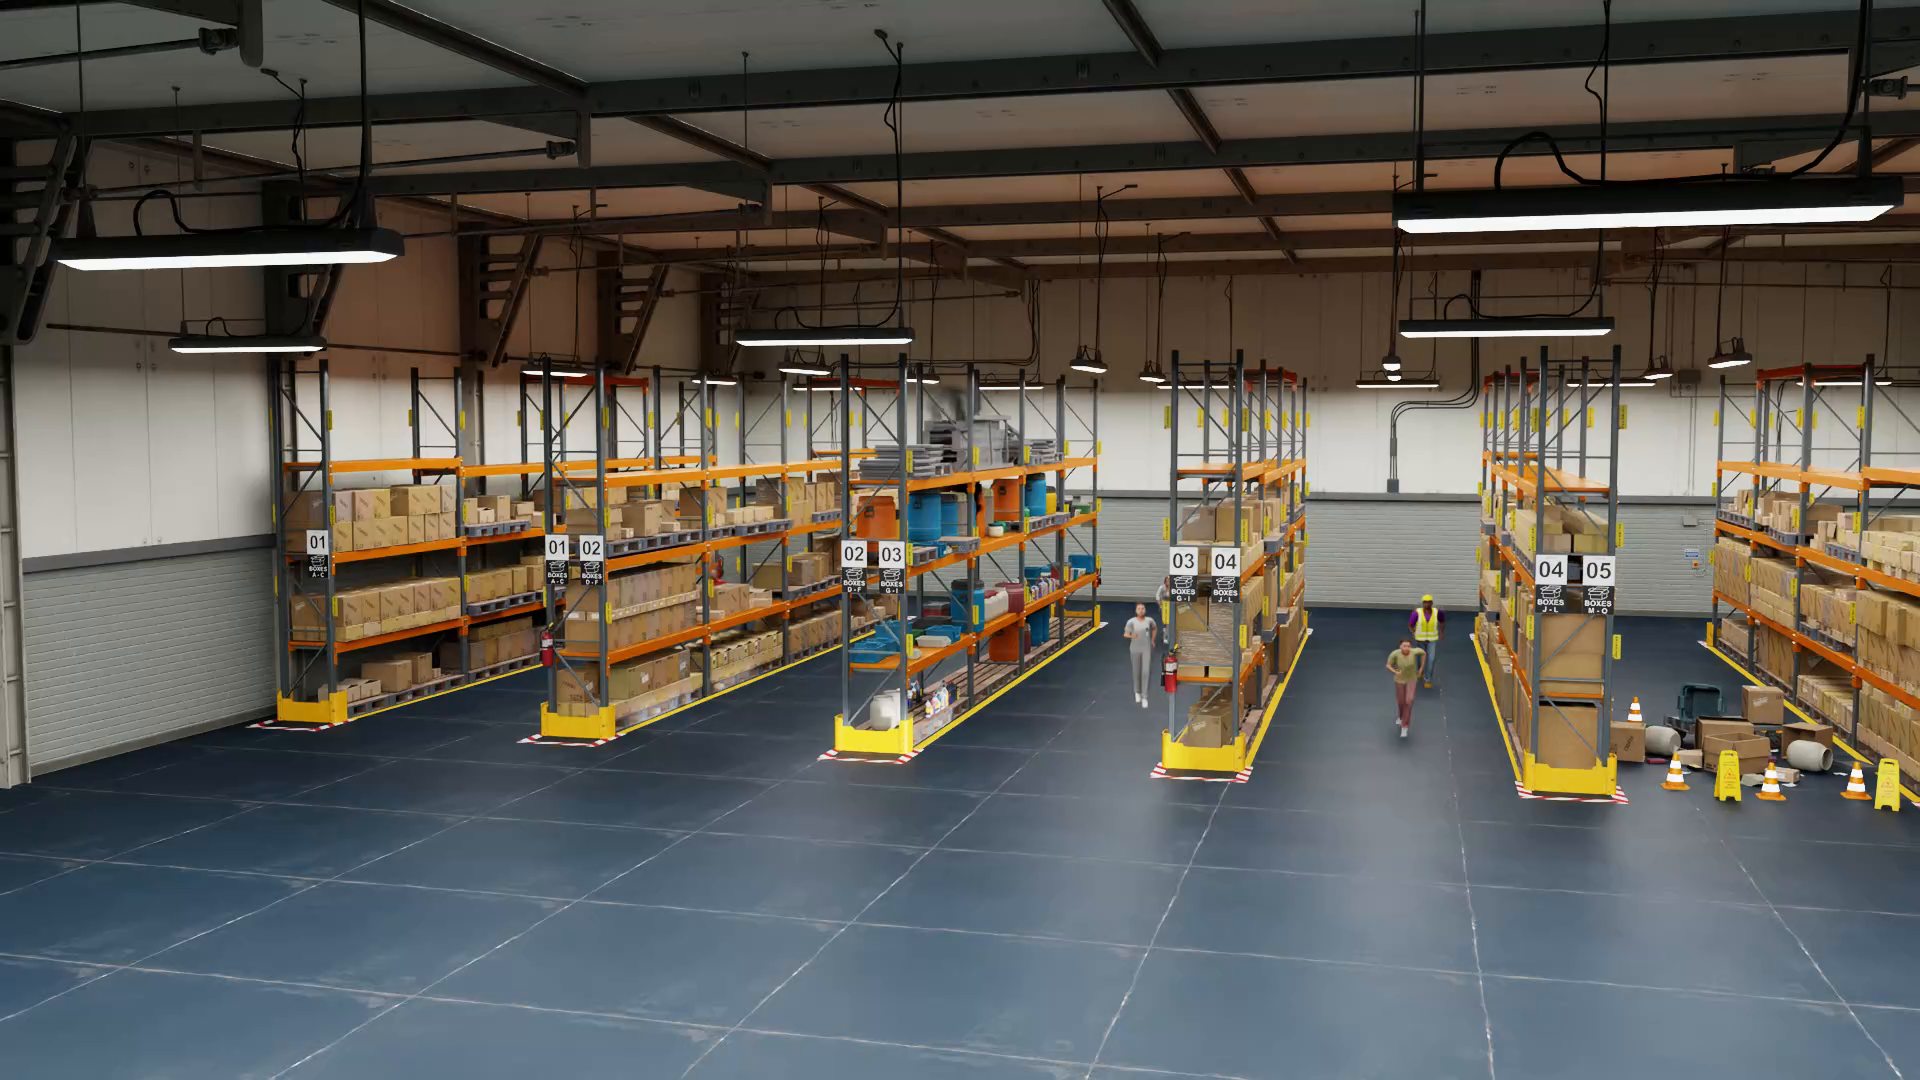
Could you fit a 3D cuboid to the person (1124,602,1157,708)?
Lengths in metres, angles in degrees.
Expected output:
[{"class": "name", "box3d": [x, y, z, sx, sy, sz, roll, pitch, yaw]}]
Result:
[{"class": "person", "box3d": [2.989, 1.871, 27.528, 0.561, 1.701, 0.842, 0, 4, 4]}]

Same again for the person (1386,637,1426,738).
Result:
[{"class": "person", "box3d": [7.139, 2.317, 26.671, 0.619, 1.626, 0.958, 1, 4, 12]}]

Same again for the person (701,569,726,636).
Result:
[{"class": "person", "box3d": [-5.475, 1.515, 37.071, 0.672, 1.735, 0.755, 0, 4, 6]}]

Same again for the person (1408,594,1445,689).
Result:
[{"class": "person", "box3d": [8.780, 1.881, 31.285, 0.686, 1.744, 0.899, 1, 4, 12]}]

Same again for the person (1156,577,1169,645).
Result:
[{"class": "person", "box3d": [4.684, 1.563, 37.509, 0.547, 1.548, 0.854, 0, 4, 1]}]
